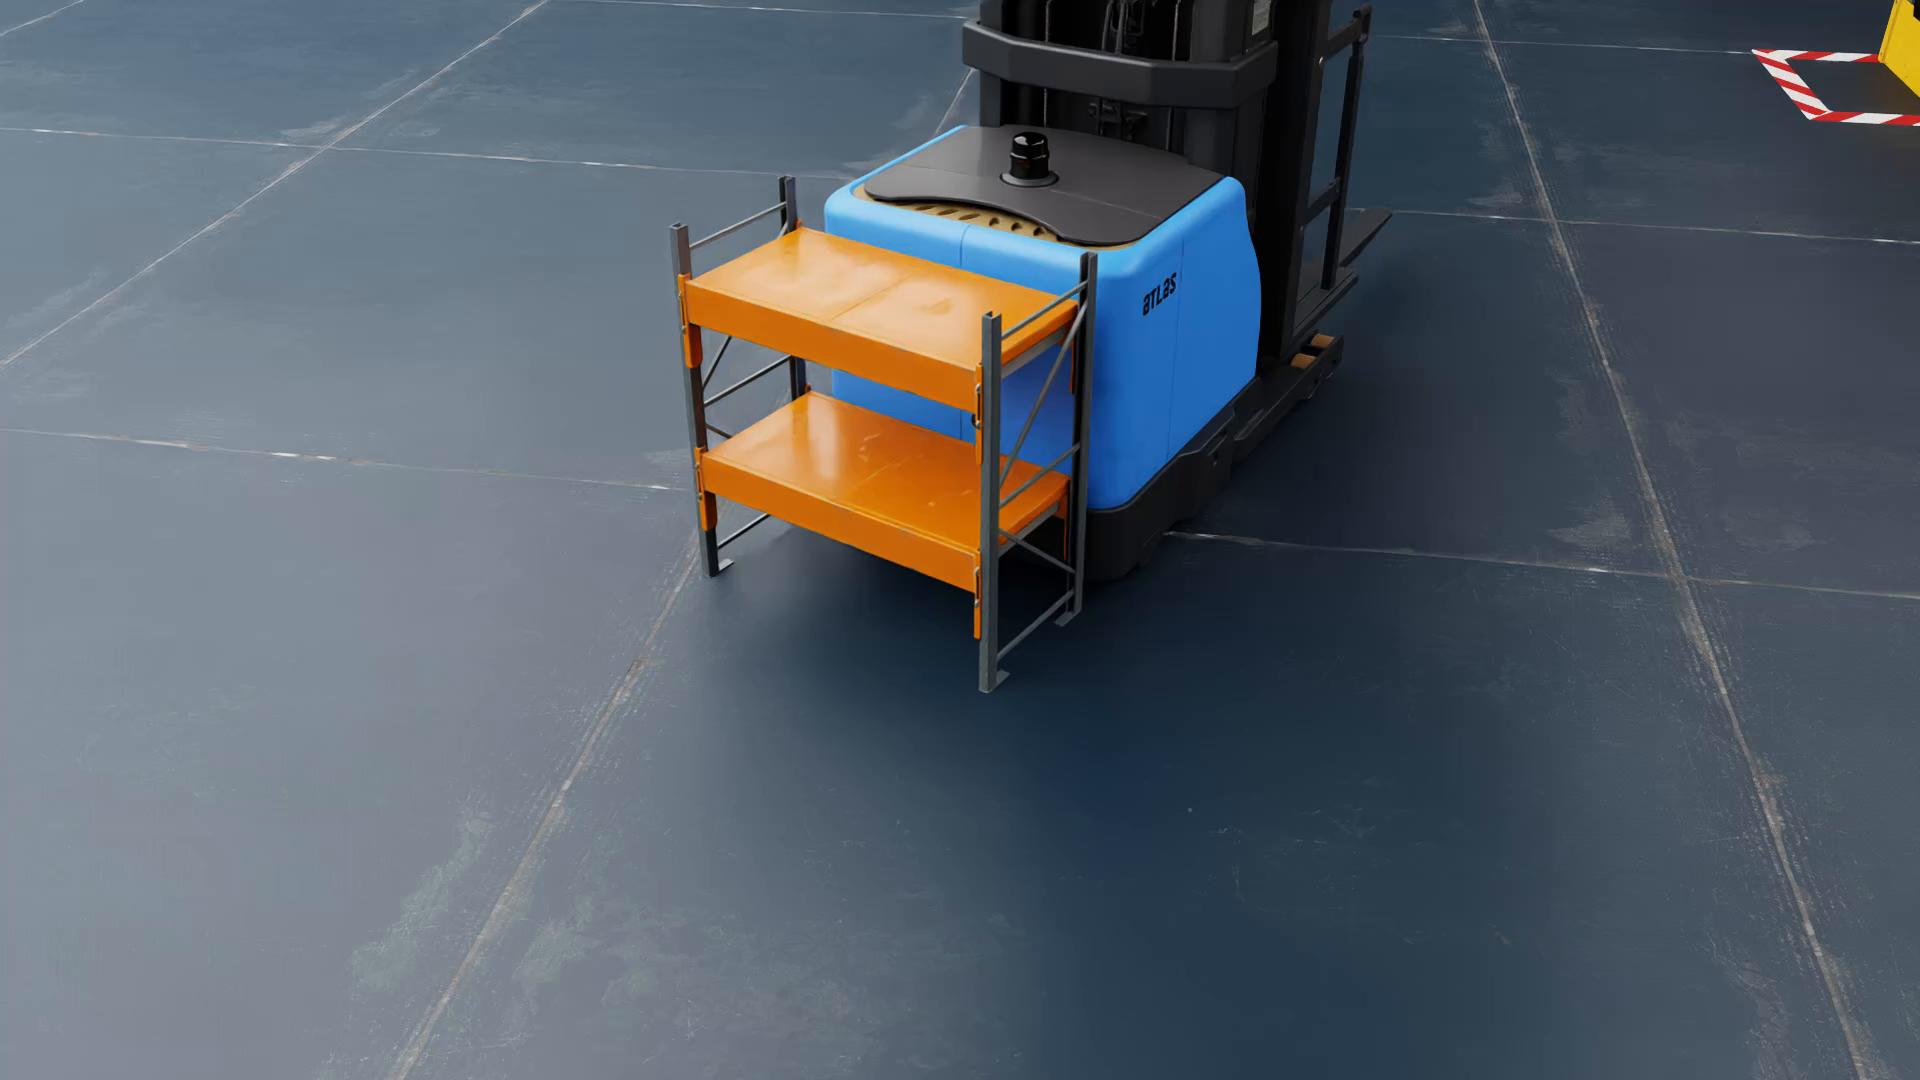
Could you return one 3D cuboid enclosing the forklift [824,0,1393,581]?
[{"bbox_3d":[0.777,-1.870,5.474,1.130,2.935,3.031,18,36,26],"label":"forklift"}]

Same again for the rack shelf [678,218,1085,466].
[{"bbox_3d":[-0.212,-0.566,4.543,1.000,0.278,0.538,20,37,29],"label":"rack shelf"}]

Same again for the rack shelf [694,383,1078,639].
[{"bbox_3d":[-0.212,-0.111,4.828,1.000,0.278,0.538,20,37,29],"label":"rack shelf"}]

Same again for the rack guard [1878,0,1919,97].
[{"bbox_3d":[5.464,-2.741,9.157,0.348,0.500,1.175,5,32,8],"label":"rack guard"}]

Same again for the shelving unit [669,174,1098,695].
[{"bbox_3d":[-0.212,-0.318,4.698,1.048,1.125,0.538,20,37,29],"label":"shelving unit"}]

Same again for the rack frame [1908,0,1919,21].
[{"bbox_3d":[5.381,-3.782,8.466,0.127,3.000,1.000,5,32,8],"label":"rack frame"}]

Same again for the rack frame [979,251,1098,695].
[{"bbox_3d":[0.206,-0.165,4.454,0.032,1.125,0.500,20,37,29],"label":"rack frame"}]

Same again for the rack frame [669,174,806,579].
[{"bbox_3d":[-0.631,-0.471,4.943,0.032,1.125,0.500,20,37,29],"label":"rack frame"}]
